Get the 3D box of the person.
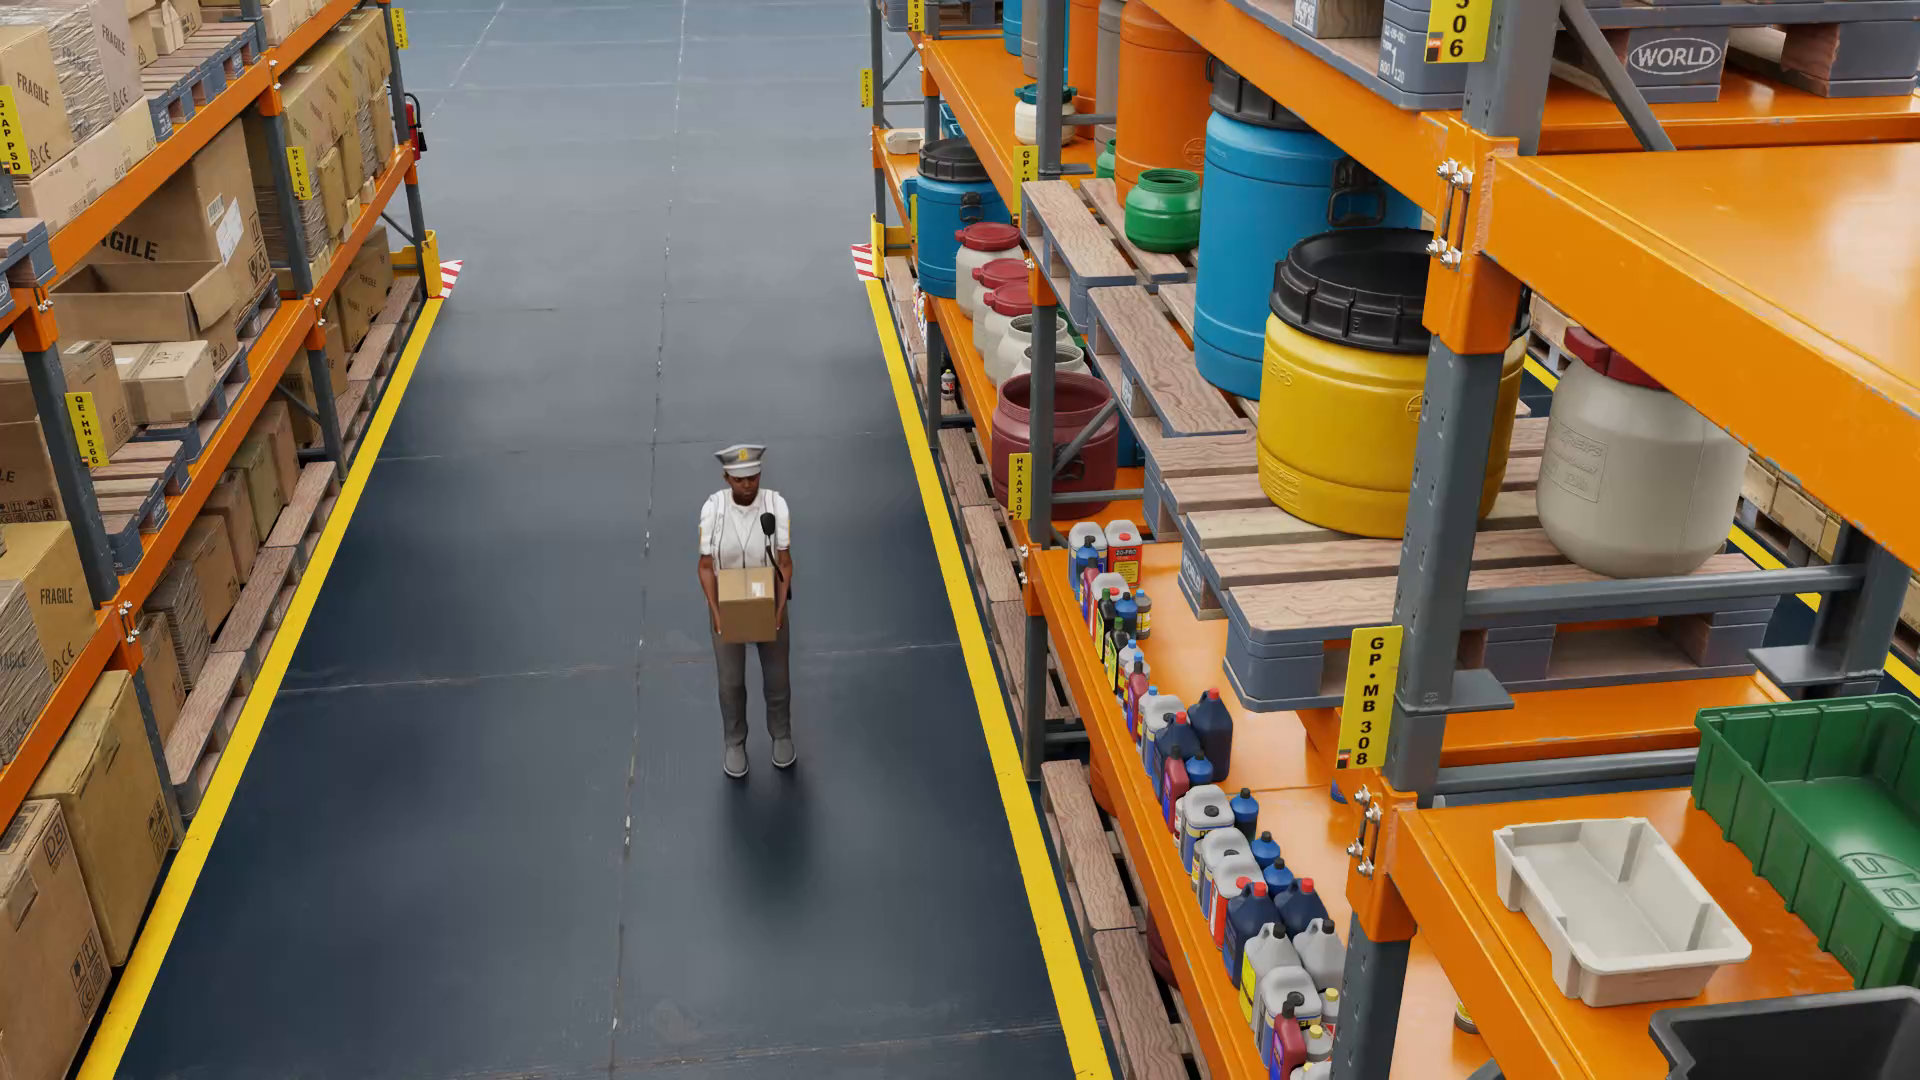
[{"bbox_3d":[-1.006,0.355,7.916,0.448,1.684,0.516,-4,28,-7],"label":"person"}]
